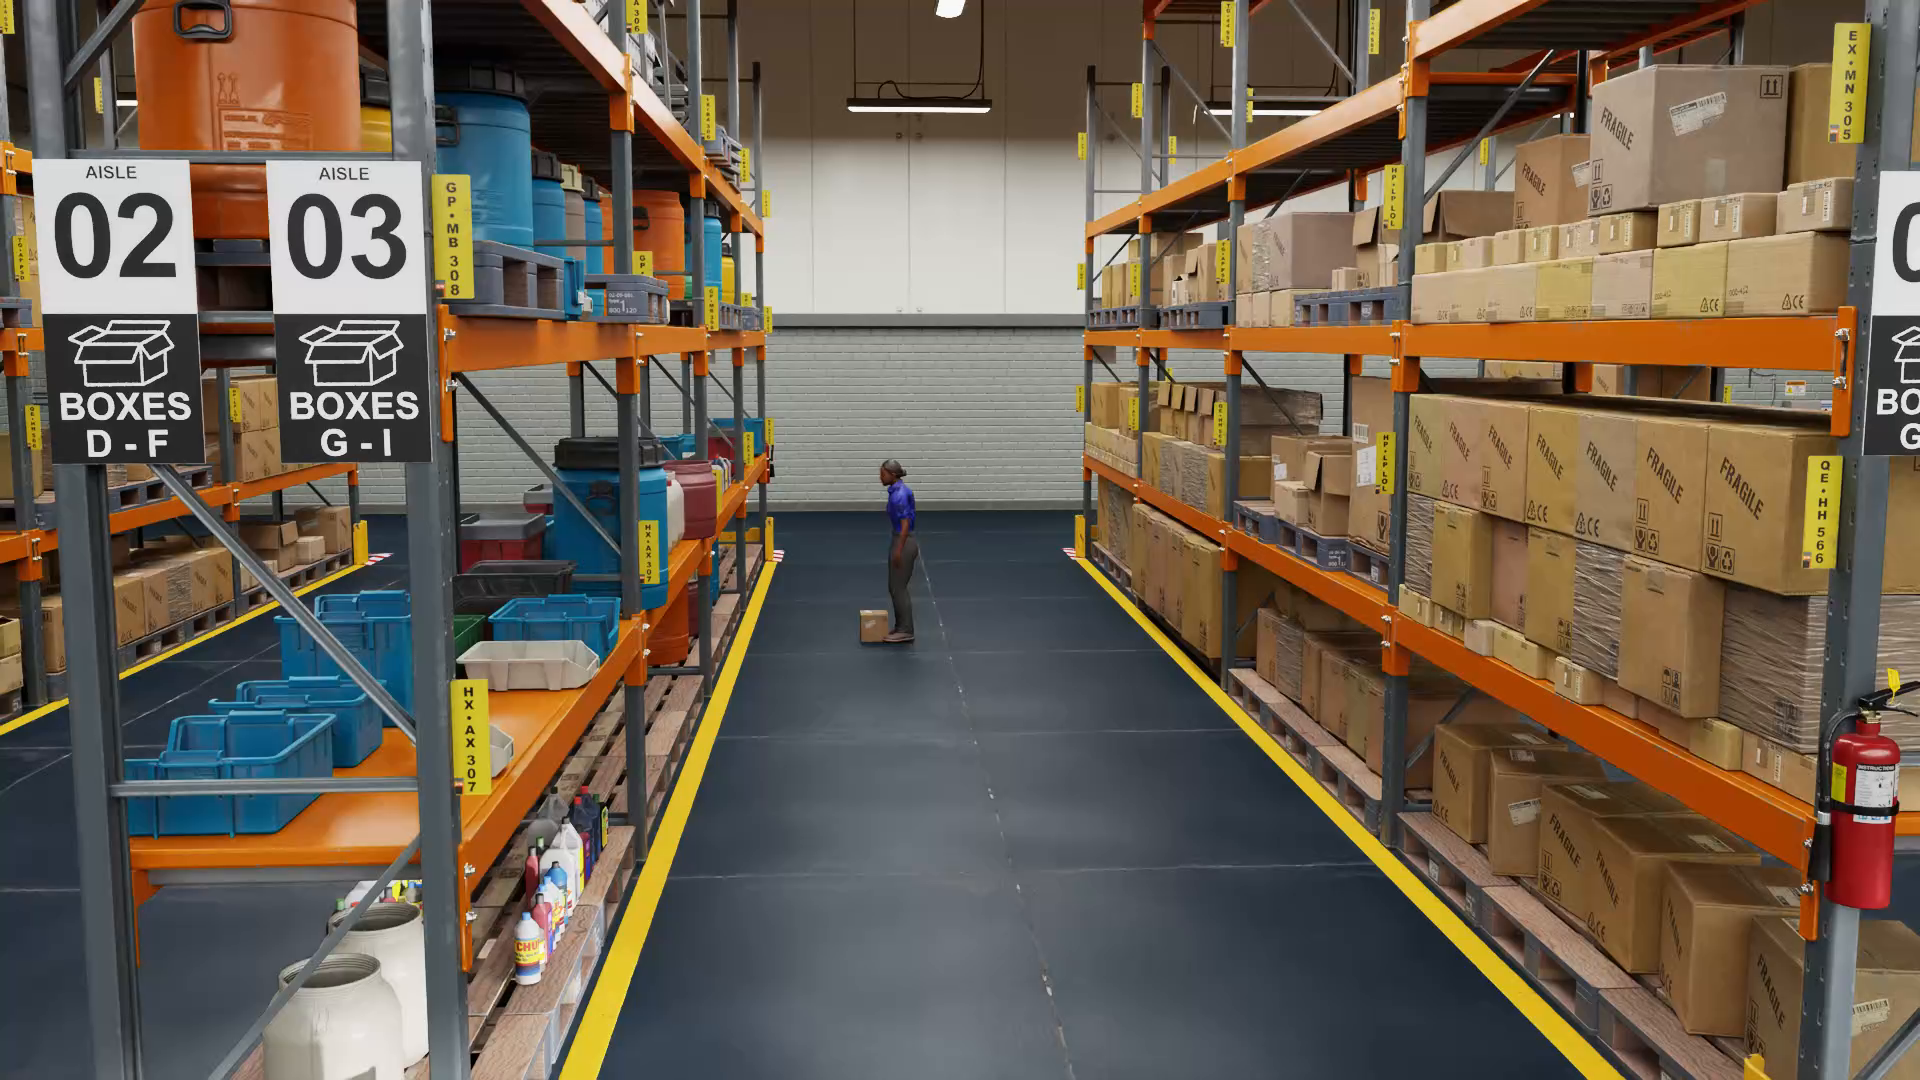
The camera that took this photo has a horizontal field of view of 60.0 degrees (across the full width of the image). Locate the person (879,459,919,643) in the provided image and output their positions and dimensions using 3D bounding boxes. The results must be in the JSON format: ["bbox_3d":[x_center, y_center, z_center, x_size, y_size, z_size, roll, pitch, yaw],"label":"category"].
[{"bbox_3d":[-0.555,0.084,15.084,0.352,1.654,0.518,-1,7,-5],"label":"person"}]
